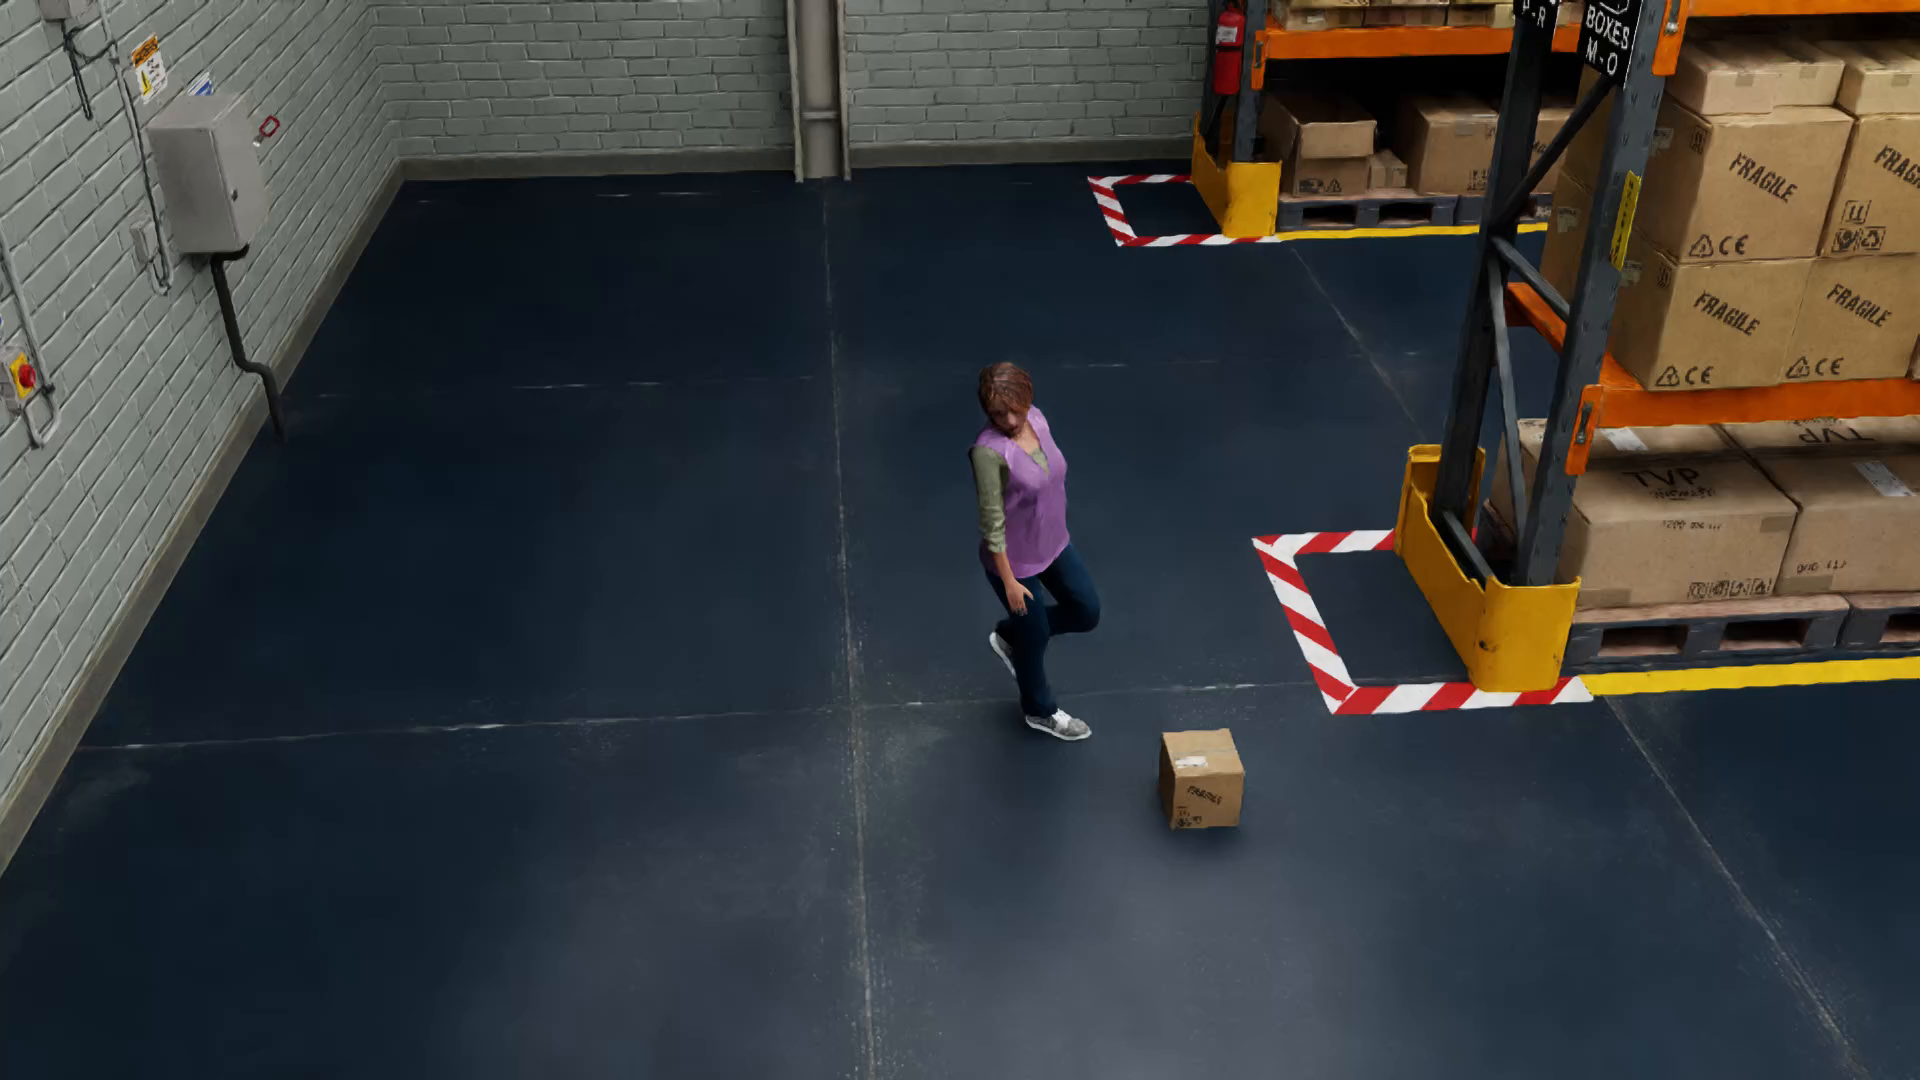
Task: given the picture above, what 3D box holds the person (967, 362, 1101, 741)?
[{"bbox_3d":[0.244,0.070,6.044,0.483,1.576,0.452,20,37,29],"label":"person"}]
